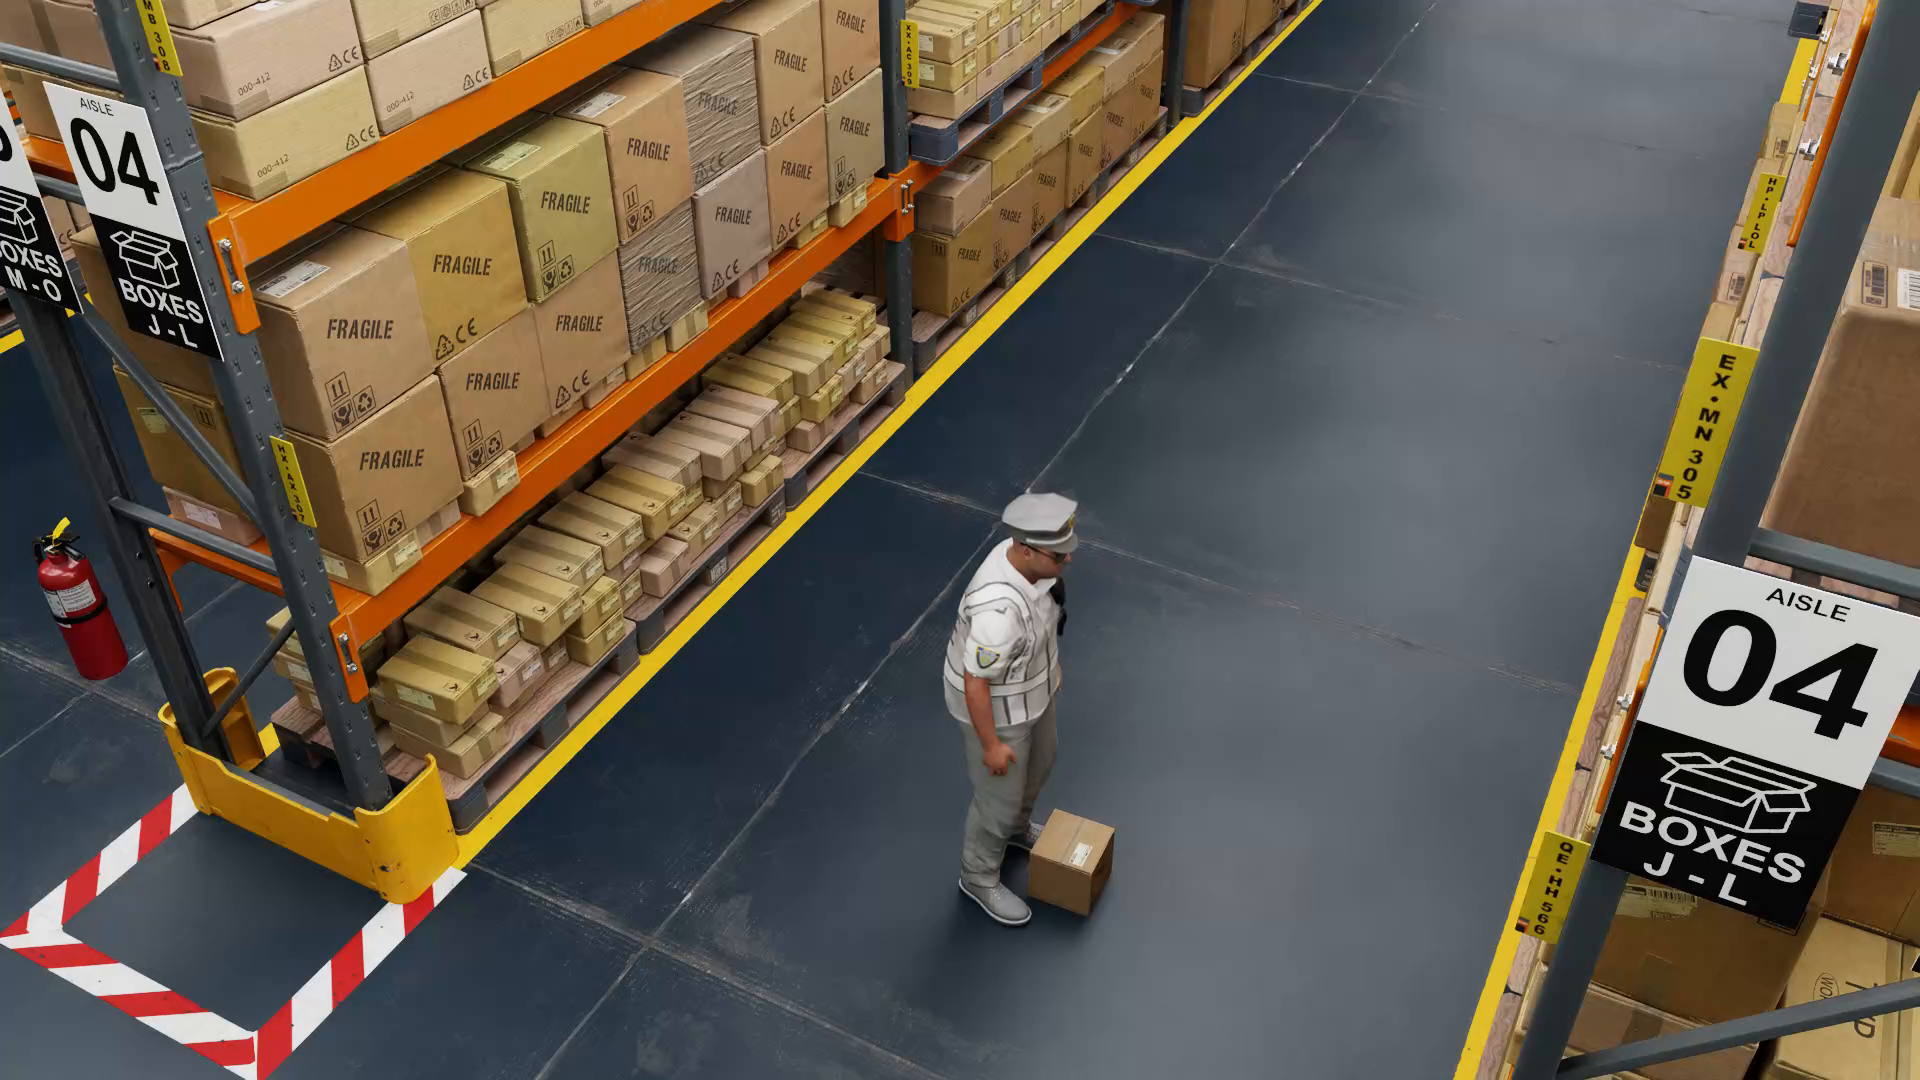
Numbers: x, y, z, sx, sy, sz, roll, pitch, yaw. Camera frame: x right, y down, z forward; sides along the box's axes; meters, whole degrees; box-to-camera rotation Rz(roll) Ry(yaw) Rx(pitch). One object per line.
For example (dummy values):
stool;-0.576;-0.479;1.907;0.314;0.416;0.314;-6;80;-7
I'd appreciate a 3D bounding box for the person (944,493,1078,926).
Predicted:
person;0.181;0.569;6.007;0.432;1.748;0.597;16;41;20
